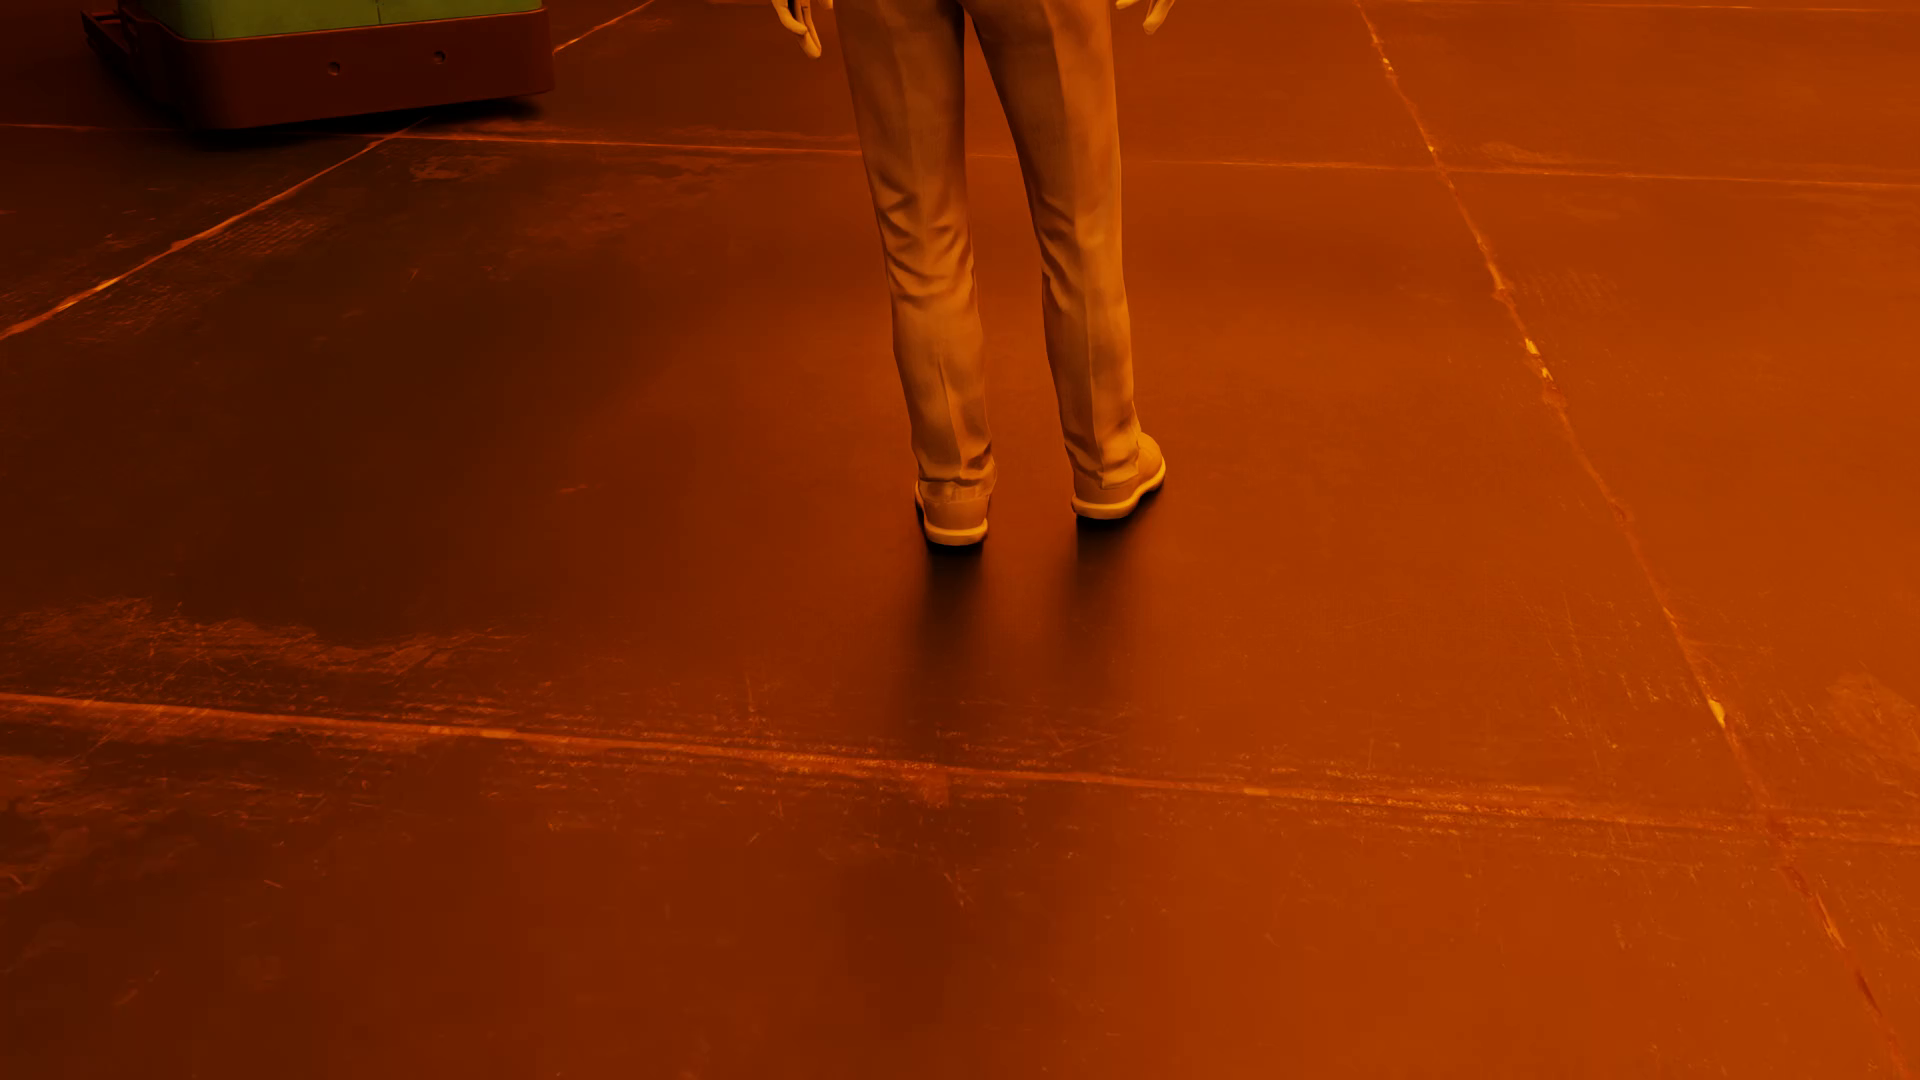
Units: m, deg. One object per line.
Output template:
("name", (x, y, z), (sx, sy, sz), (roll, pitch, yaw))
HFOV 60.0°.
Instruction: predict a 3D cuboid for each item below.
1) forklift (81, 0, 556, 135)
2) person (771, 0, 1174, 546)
("forklift", (-2.477, -3.063, 5.356), (1.130, 2.935, 3.031), (-16, 31, -29))
("person", (0.016, -0.795, 2.179), (0.586, 1.694, 0.530), (3, 27, 7))
